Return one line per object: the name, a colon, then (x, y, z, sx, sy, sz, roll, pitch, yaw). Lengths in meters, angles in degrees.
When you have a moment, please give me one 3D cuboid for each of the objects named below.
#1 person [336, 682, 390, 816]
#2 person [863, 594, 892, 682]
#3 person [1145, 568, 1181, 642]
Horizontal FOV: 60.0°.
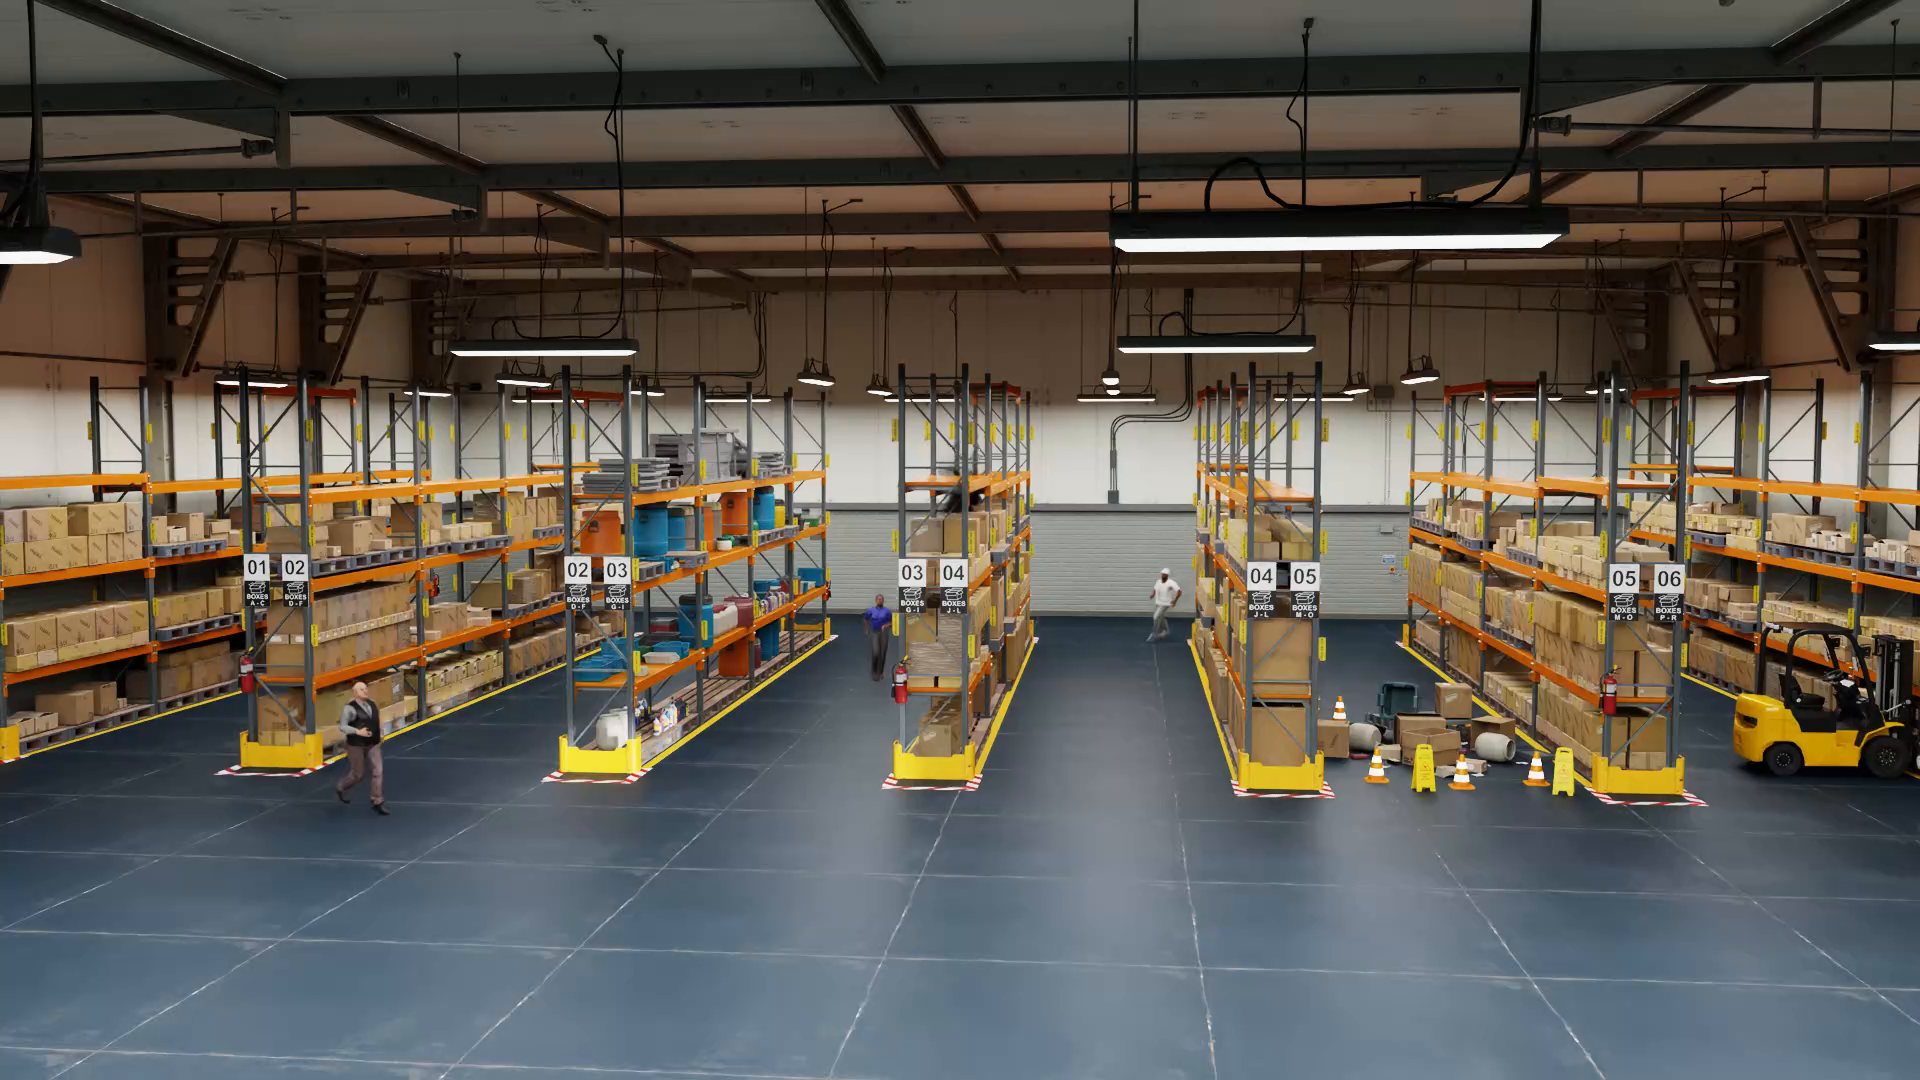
person: (-7.888, 2.736, 21.954, 0.952, 1.726, 0.672, 3, 4, 35)
person: (-1.547, 1.870, 31.682, 0.552, 1.670, 0.629, -1, 4, -10)
person: (4.881, 1.565, 40.031, 0.834, 1.788, 0.759, -2, 4, -32)
